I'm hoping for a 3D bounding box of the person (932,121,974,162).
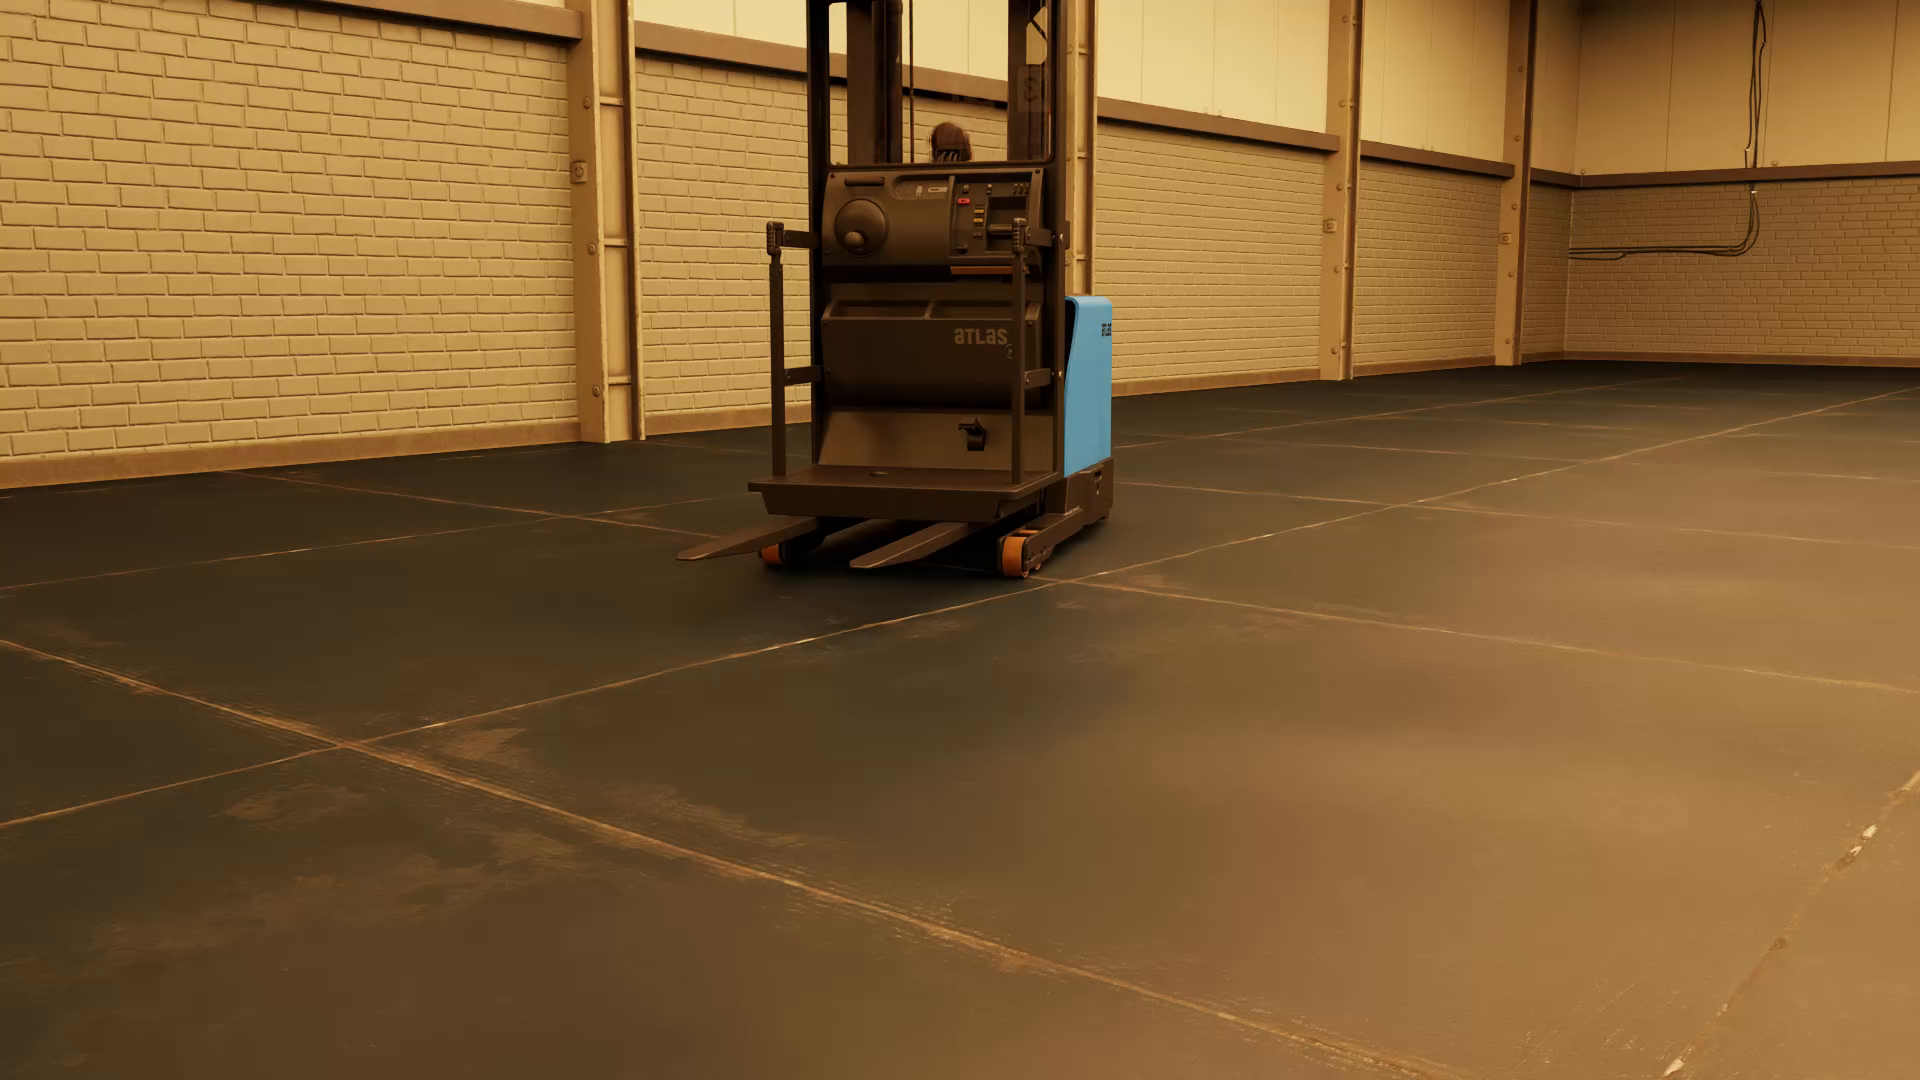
[{"bbox_3d":[0.069,-0.983,7.313,0.593,1.643,0.484,7,11,38],"label":"person"}]

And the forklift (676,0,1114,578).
[{"bbox_3d":[-0.176,-1.366,6.616,1.130,2.935,3.031,3,9,17],"label":"forklift"}]
